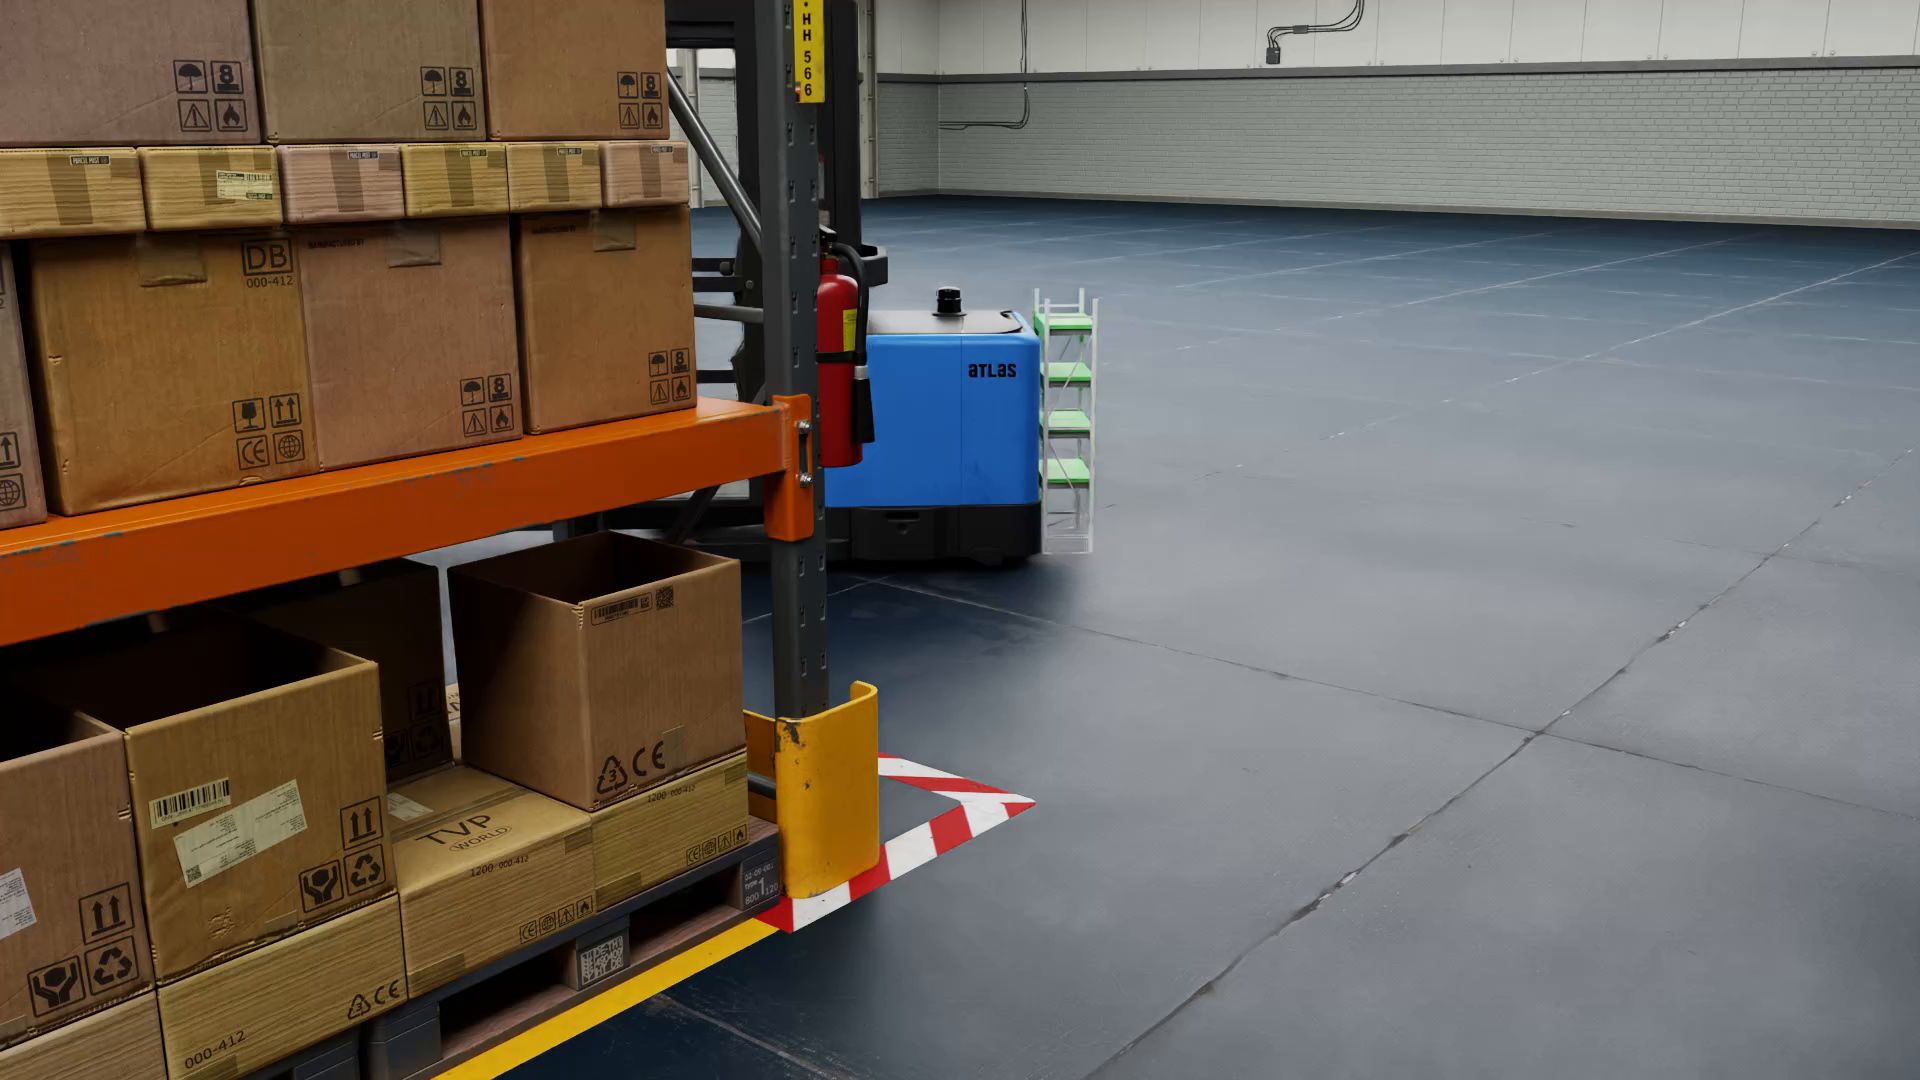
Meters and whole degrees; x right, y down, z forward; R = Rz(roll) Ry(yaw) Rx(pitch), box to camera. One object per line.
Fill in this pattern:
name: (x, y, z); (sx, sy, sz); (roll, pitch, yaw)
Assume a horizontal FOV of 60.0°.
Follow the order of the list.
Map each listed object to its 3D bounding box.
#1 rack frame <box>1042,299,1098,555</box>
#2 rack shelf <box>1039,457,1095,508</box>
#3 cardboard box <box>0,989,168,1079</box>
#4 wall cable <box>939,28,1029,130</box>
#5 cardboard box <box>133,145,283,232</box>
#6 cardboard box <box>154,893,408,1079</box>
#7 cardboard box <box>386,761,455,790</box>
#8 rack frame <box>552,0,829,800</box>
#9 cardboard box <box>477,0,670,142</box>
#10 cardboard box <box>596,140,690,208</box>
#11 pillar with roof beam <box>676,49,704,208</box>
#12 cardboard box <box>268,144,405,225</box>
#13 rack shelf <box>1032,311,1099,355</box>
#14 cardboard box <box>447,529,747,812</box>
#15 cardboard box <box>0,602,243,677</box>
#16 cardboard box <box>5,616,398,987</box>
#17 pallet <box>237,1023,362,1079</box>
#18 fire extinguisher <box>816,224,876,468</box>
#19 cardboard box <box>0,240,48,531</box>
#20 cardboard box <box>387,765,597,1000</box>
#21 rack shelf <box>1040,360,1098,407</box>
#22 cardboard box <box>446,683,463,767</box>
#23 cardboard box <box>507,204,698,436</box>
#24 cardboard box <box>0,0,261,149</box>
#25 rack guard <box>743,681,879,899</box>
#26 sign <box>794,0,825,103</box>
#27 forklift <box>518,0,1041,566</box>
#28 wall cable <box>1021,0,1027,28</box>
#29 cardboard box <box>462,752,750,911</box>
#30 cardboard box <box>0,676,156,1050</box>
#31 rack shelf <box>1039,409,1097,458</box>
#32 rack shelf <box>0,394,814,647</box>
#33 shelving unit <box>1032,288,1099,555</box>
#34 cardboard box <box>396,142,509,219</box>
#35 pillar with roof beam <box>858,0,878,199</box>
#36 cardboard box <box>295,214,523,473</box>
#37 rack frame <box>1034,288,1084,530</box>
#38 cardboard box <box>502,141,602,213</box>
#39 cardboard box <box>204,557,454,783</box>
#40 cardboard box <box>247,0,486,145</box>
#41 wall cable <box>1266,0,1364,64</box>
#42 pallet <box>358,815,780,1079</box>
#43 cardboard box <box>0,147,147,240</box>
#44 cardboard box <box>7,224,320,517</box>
rack frame: (0.507, -0.516, 7.718); (0.240, 1.200, 0.015); (-1, 14, -3)
rack shelf: (0.493, -0.282, 8.029); (0.258, 0.148, 0.480); (-1, 14, -3)
cardboard box: (-1.816, 0.949, 3.028); (0.500, 0.250, 0.500); (11, 18, 38)
wall cable: (0.548, -11.966, 43.257); (3.097, 2.526, 0.112); (11, 18, 38)
cardboard box: (-1.515, -0.681, 3.189); (0.380, 0.149, 0.250); (12, 19, 39)
cardboard box: (-1.500, 0.853, 3.403); (0.500, 0.250, 0.500); (11, 18, 38)
cardboard box: (-1.596, 0.676, 4.102); (0.500, 0.250, 0.500); (11, 18, 38)
rack frame: (-0.775, -0.618, 4.463); (1.000, 3.000, 0.127); (11, 18, 38)
cardboard box: (-1.111, -1.198, 3.907); (0.700, 0.500, 0.500); (11, 18, 38)
cardboard box: (-0.867, -0.878, 3.967); (0.380, 0.149, 0.250); (11, 18, 37)
pillar with roof beam: (-2.755, -11.296, 34.314); (9.100, 9.000, 0.400); (11, 18, 38)
cardboard box: (-1.351, -0.731, 3.387); (0.380, 0.149, 0.250); (12, 18, 38)
rack shelf: (0.493, -0.980, 7.852); (0.258, 0.148, 0.480); (-1, 14, -3)
cardboard box: (-0.880, 0.297, 4.072); (0.500, 0.500, 0.500); (11, 18, 38)
cardboard box: (-1.902, 0.410, 3.626); (0.500, 0.500, 0.500); (11, 18, 38)
cardboard box: (-1.498, 0.490, 3.309); (0.500, 0.500, 0.500); (11, 18, 38)
pallet: (-1.990, 1.119, 3.289); (1.003, 0.211, 1.213); (11, 18, 38)
fire extinguisher: (-0.339, -0.531, 4.279); (0.296, 0.674, 0.183); (11, 18, 38)
cardboard box: (-2.049, -0.282, 2.938); (0.700, 0.500, 0.500); (12, 19, 39)
cardboard box: (-1.187, 0.757, 3.781); (0.500, 0.250, 0.500); (11, 18, 38)
rack shelf: (0.493, -0.747, 7.911); (0.258, 0.148, 0.480); (-1, 14, -3)
cardboard box: (-1.285, 0.579, 4.481); (0.500, 0.250, 0.500); (11, 18, 38)
cardboard box: (-1.078, -0.579, 4.107); (0.700, 0.500, 0.500); (11, 18, 38)
cardboard box: (-1.754, -0.999, 3.127); (0.700, 0.500, 0.500); (11, 18, 38)
rack guard: (-0.760, 0.589, 4.789); (1.175, 0.500, 0.348); (11, 18, 38)
sign: (-0.362, -1.207, 3.950); (0.100, 0.325, 0.005); (11, 18, 38)
forklift: (-1.165, -1.386, 7.625); (3.031, 2.935, 1.130); (-1, 14, -3)
wall cable: (2.652, -13.995, 40.987); (3.097, 2.526, 0.112); (11, 18, 38)
cardboard box: (-0.882, 0.660, 4.166); (0.500, 0.250, 0.500); (11, 18, 38)
cardboard box: (-1.813, 0.586, 2.933); (0.500, 0.500, 0.500); (11, 18, 38)
rack shelf: (0.493, -0.514, 7.970); (0.258, 0.148, 0.480); (-1, 14, -3)
rack shelf: (-2.032, 0.114, 3.044); (1.077, 0.370, 4.000); (11, 18, 38)
shelving unit: (0.493, -0.576, 7.954); (0.258, 1.200, 0.503); (-1, 14, -3)
cardboard box: (-1.191, -0.779, 3.576); (0.380, 0.149, 0.250); (11, 18, 37)
pillar with roof beam: (1.016, -12.445, 38.837); (9.100, 9.000, 0.400); (11, 18, 38)
cardboard box: (-1.405, -0.478, 3.708); (0.700, 0.500, 0.500); (12, 18, 39)
rack frame: (0.480, -0.636, 8.191); (0.240, 1.200, 0.015); (-1, 14, -3)
cardboard box: (-1.030, -0.828, 3.769); (0.380, 0.149, 0.250); (12, 18, 39)
cardboard box: (-1.598, 0.312, 4.011); (0.500, 0.500, 0.500); (11, 18, 38)
cardboard box: (-1.438, -1.096, 3.507); (0.700, 0.500, 0.500); (11, 18, 36)
wall cable: (7.922, -13.647, 36.661); (2.305, 6.003, 0.169); (11, 18, 38)
pallet: (-1.223, 0.886, 4.204); (1.003, 0.211, 1.213); (11, 18, 38)
cardboard box: (-1.679, -0.630, 2.990); (0.380, 0.149, 0.250); (12, 18, 39)
cardboard box: (-1.721, -0.383, 3.337); (0.700, 0.500, 0.500); (11, 18, 38)
